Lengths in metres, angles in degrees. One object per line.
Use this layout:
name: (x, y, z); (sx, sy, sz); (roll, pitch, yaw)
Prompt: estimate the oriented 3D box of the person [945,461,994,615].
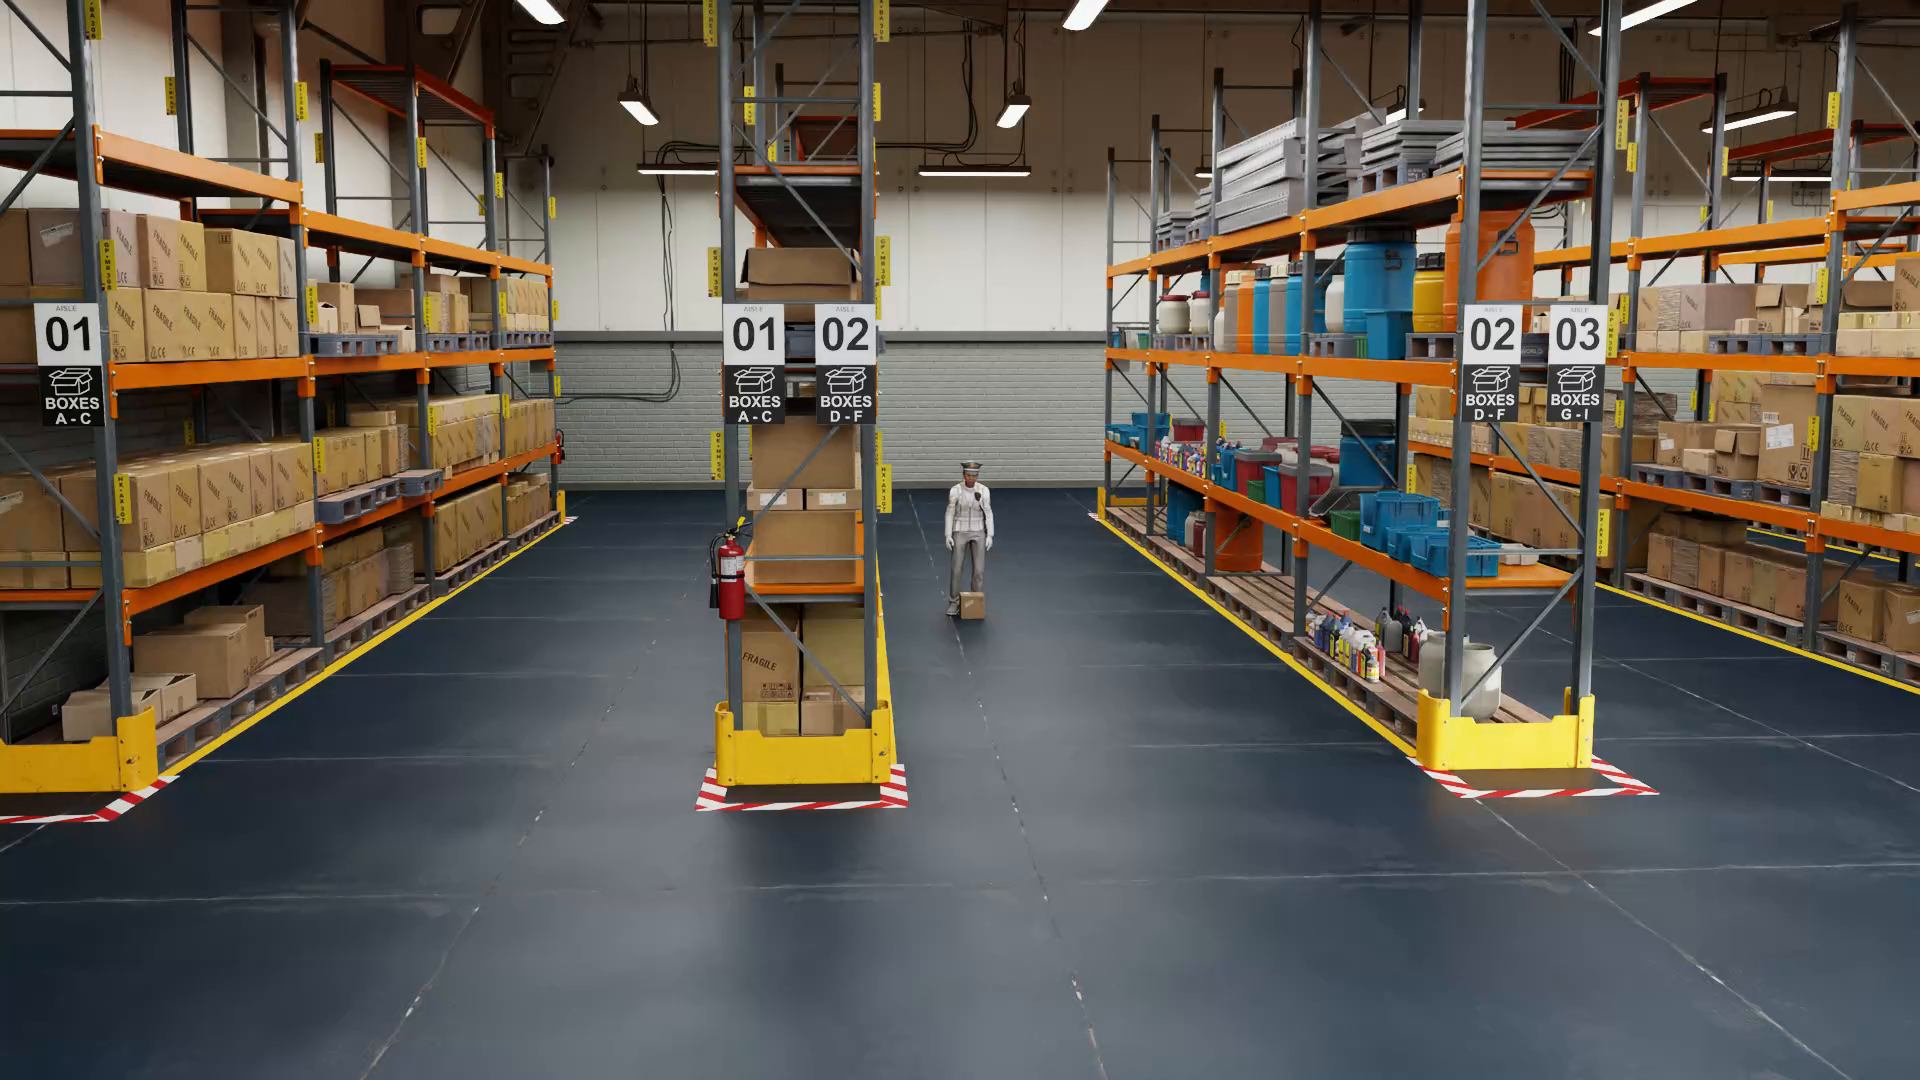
person: (0.101, -0.026, 17.951); (0.529, 1.664, 0.403); (0, 7, -3)
